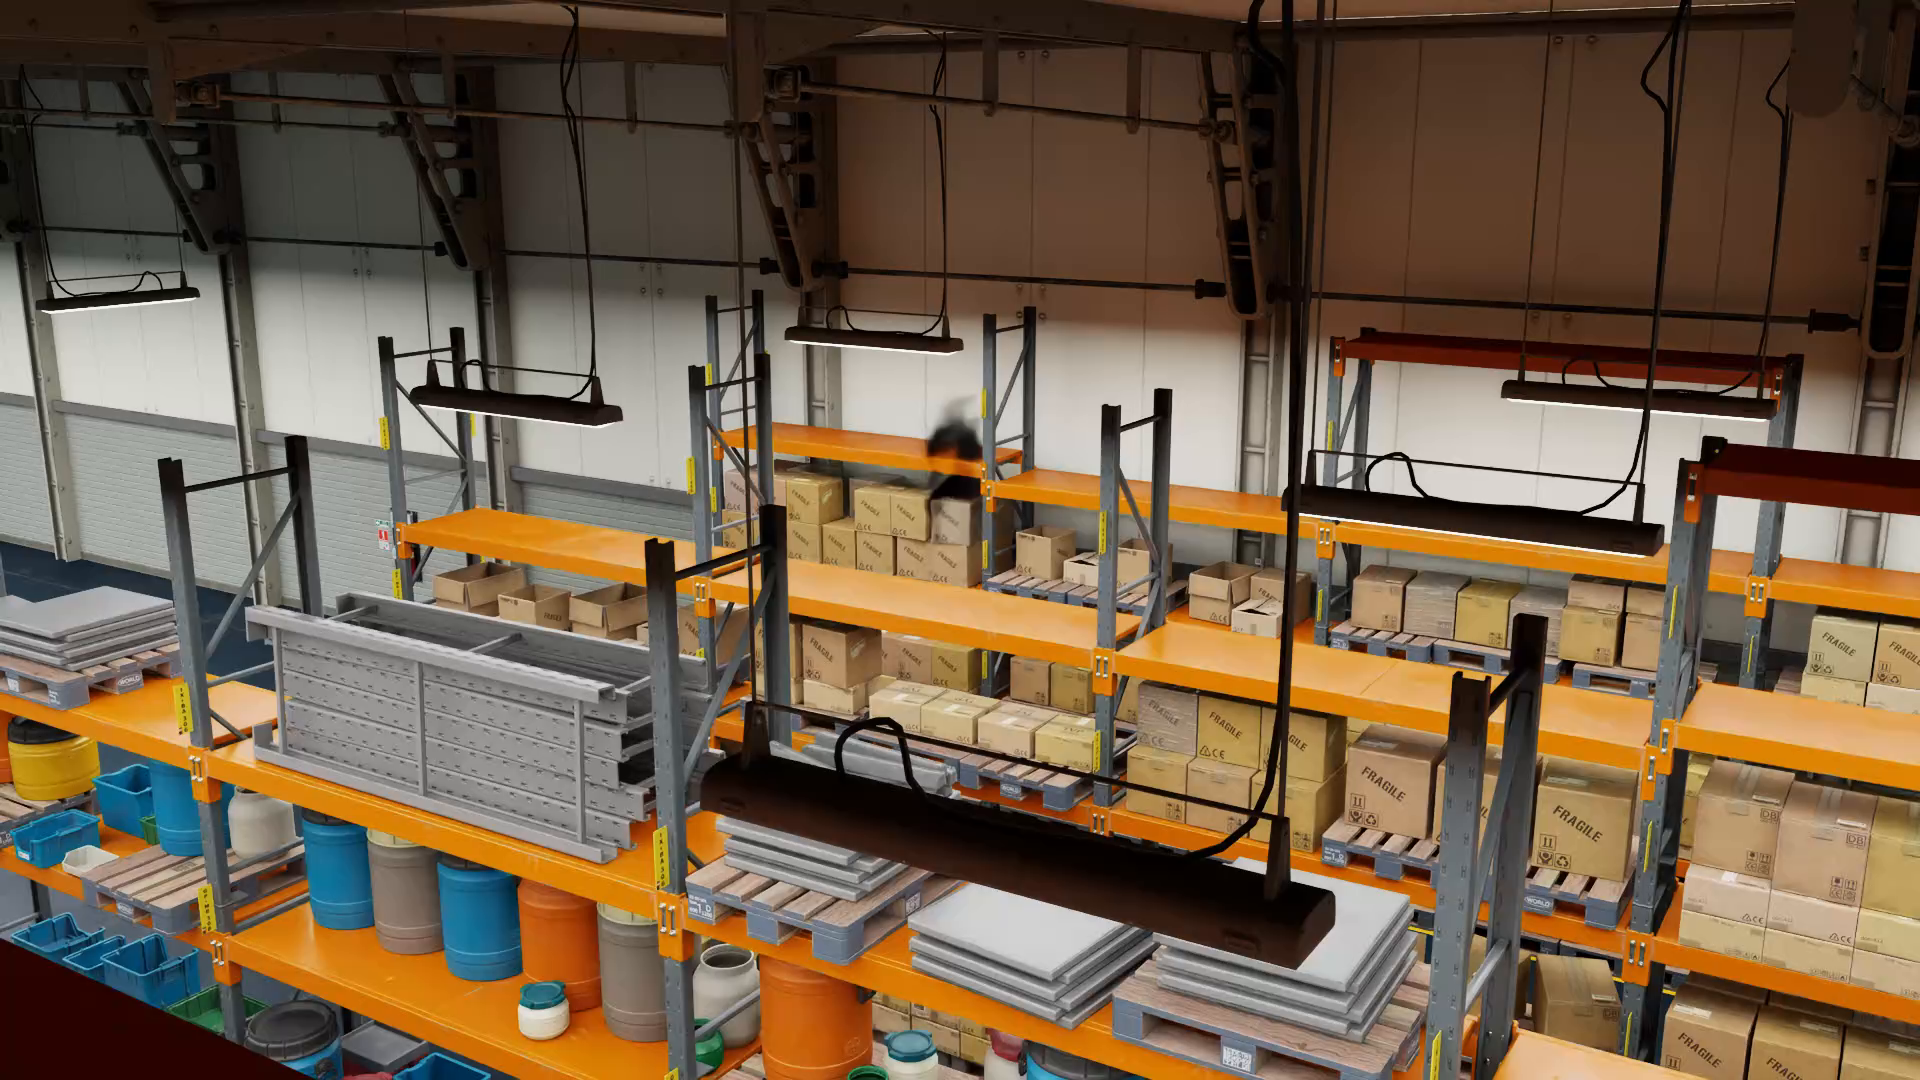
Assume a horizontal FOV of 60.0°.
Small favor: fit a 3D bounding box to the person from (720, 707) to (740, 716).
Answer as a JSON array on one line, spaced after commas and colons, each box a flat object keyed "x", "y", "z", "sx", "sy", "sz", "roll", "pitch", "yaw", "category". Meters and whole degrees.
[{"x": -2.628, "y": 2.558, "z": 18.557, "sx": 0.541, "sy": 1.658, "sz": 0.615, "roll": 4, "pitch": 14, "yaw": 17, "category": "person"}]
